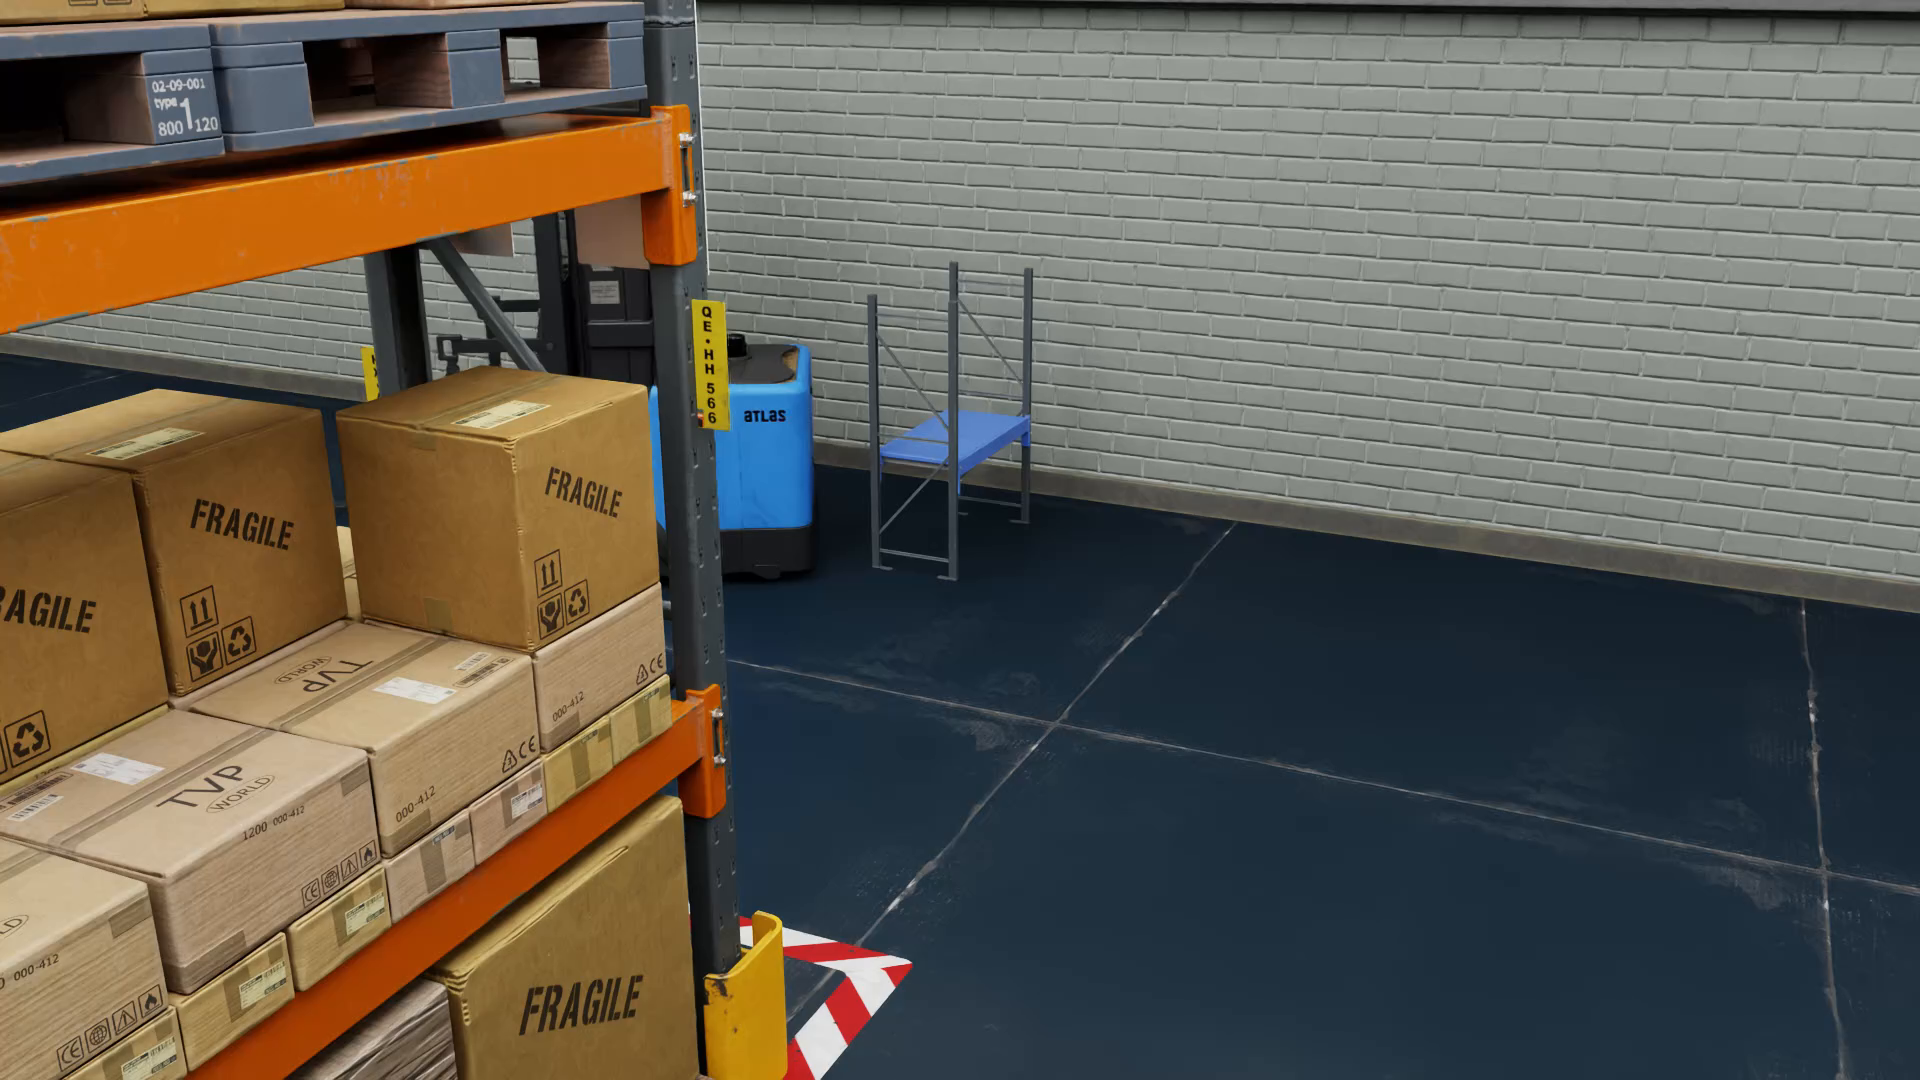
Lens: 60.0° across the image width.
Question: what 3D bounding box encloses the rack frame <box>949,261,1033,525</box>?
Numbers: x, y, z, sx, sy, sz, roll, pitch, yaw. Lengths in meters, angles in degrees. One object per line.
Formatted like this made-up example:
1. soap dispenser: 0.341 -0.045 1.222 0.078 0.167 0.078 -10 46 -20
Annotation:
1. rack frame: 0.173 -0.836 9.581 0.500 1.500 0.032 9 21 23

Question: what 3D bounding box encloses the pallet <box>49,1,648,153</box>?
1. pallet: -1.404 -0.997 3.452 1.003 0.211 1.213 9 21 23

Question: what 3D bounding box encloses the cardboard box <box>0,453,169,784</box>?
1. cardboard box: -1.964 0.145 3.245 0.500 0.500 0.500 8 21 21

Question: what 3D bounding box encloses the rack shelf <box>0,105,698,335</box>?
1. rack shelf: -1.928 -0.317 2.480 1.077 0.370 4.000 9 21 23

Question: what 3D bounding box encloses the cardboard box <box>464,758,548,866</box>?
1. cardboard box: -1.164 0.575 3.750 0.380 0.149 0.250 9 21 23

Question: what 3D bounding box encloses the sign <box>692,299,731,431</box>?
1. sign: -0.620 -0.432 4.126 0.100 0.325 0.005 9 21 23

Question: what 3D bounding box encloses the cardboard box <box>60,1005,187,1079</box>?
1. cardboard box: -1.581 0.886 2.876 0.380 0.149 0.250 9 21 24

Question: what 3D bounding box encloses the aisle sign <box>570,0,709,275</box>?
1. aisle sign: -0.806 -1.060 4.092 0.394 0.787 0.004 9 21 23

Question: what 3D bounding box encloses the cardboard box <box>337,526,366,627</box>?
1. cardboard box: -1.552 0.186 4.248 0.500 0.250 0.500 8 21 21

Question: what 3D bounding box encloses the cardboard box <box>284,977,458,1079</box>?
1. cardboard box: -1.671 1.434 3.504 0.875 0.875 0.875 9 21 23

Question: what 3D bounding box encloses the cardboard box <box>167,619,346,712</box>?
1. cardboard box: -1.759 0.346 3.799 0.500 0.250 0.500 8 21 22

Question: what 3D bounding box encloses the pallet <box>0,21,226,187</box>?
1. pallet: -1.902 -0.623 2.400 1.003 0.211 1.213 9 21 23

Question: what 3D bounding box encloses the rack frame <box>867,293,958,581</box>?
1. rack frame: -0.243 -0.525 8.707 0.500 1.500 0.032 9 21 23

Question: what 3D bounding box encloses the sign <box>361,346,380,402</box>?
1. sign: -1.613 -0.377 4.642 0.100 0.325 0.005 9 21 23

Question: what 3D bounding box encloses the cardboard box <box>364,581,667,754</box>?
1. cardboard box: -1.066 0.261 4.038 0.500 0.250 0.500 8 21 22

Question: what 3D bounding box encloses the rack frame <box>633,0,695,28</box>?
1. rack frame: -1.109 -2.680 3.576 1.000 3.000 0.127 9 21 23

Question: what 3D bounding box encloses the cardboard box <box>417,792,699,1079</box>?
1. cardboard box: -1.298 1.156 4.286 0.875 0.875 0.875 9 21 23

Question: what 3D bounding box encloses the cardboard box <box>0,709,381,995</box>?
1. cardboard box: -1.482 0.572 3.164 0.500 0.250 0.500 8 21 21

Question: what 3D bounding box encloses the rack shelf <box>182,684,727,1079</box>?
1. rack shelf: -1.928 1.096 2.983 1.077 0.370 4.000 9 21 23

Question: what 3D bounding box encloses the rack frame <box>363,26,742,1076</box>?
1. rack frame: -1.109 0.146 4.581 1.000 3.000 0.127 9 21 23

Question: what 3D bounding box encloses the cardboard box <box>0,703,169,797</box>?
1. cardboard box: -1.968 0.499 3.368 0.500 0.250 0.500 8 21 21

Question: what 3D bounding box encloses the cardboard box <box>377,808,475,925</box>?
1. cardboard box: -1.267 0.651 3.536 0.380 0.149 0.250 9 21 24

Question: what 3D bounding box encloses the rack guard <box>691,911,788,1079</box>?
1. rack guard: -1.100 1.316 5.021 1.175 0.500 0.348 9 21 23

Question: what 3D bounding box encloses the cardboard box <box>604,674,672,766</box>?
1. cardboard box: -0.955 0.418 4.190 0.380 0.149 0.250 9 21 24

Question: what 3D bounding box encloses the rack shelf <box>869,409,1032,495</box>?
1. rack shelf: -0.035 -0.511 9.204 0.538 0.185 1.000 9 21 23

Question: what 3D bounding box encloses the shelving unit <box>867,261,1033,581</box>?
1. shelving unit: -0.035 -0.681 9.144 0.538 1.500 1.048 9 21 23

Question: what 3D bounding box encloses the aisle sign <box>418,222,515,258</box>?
1. aisle sign: -1.354 -1.142 4.323 0.394 0.787 0.004 9 21 23

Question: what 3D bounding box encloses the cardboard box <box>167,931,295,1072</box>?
1. cardboard box: -1.477 0.810 3.089 0.380 0.149 0.250 9 21 23

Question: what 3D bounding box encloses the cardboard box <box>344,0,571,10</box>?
1. cardboard box: -1.273 -1.393 3.507 0.700 0.500 0.500 7 21 19

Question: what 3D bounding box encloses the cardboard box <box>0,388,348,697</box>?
1. cardboard box: -1.757 -0.014 3.693 0.500 0.500 0.500 8 21 21

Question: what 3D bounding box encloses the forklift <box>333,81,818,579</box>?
1. forklift: -2.312 -1.292 8.727 3.031 2.935 1.130 -1 20 -4

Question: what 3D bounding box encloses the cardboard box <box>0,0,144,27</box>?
1. cardboard box: -1.781 -1.073 2.607 0.700 0.500 0.500 7 21 19

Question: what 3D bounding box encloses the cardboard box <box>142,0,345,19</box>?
1. cardboard box: -1.614 -1.237 3.070 0.700 0.500 0.500 8 21 21

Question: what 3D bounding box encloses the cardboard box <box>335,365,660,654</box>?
1. cardboard box: -1.069 -0.092 3.911 0.500 0.500 0.500 9 21 23

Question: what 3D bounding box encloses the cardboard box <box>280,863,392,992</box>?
1. cardboard box: -1.372 0.731 3.312 0.380 0.149 0.250 8 21 21

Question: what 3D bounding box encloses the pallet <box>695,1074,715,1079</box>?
1. pallet: -1.365 1.715 4.331 1.003 0.211 1.213 9 21 23

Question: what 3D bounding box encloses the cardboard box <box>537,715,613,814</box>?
1. cardboard box: -1.060 0.498 3.966 0.380 0.149 0.250 9 21 23

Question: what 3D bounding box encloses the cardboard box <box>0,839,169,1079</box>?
1. cardboard box: -1.692 0.732 2.715 0.500 0.250 0.500 9 21 23

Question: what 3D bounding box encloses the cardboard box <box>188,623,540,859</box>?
1. cardboard box: -1.274 0.416 3.602 0.500 0.250 0.500 8 21 22
